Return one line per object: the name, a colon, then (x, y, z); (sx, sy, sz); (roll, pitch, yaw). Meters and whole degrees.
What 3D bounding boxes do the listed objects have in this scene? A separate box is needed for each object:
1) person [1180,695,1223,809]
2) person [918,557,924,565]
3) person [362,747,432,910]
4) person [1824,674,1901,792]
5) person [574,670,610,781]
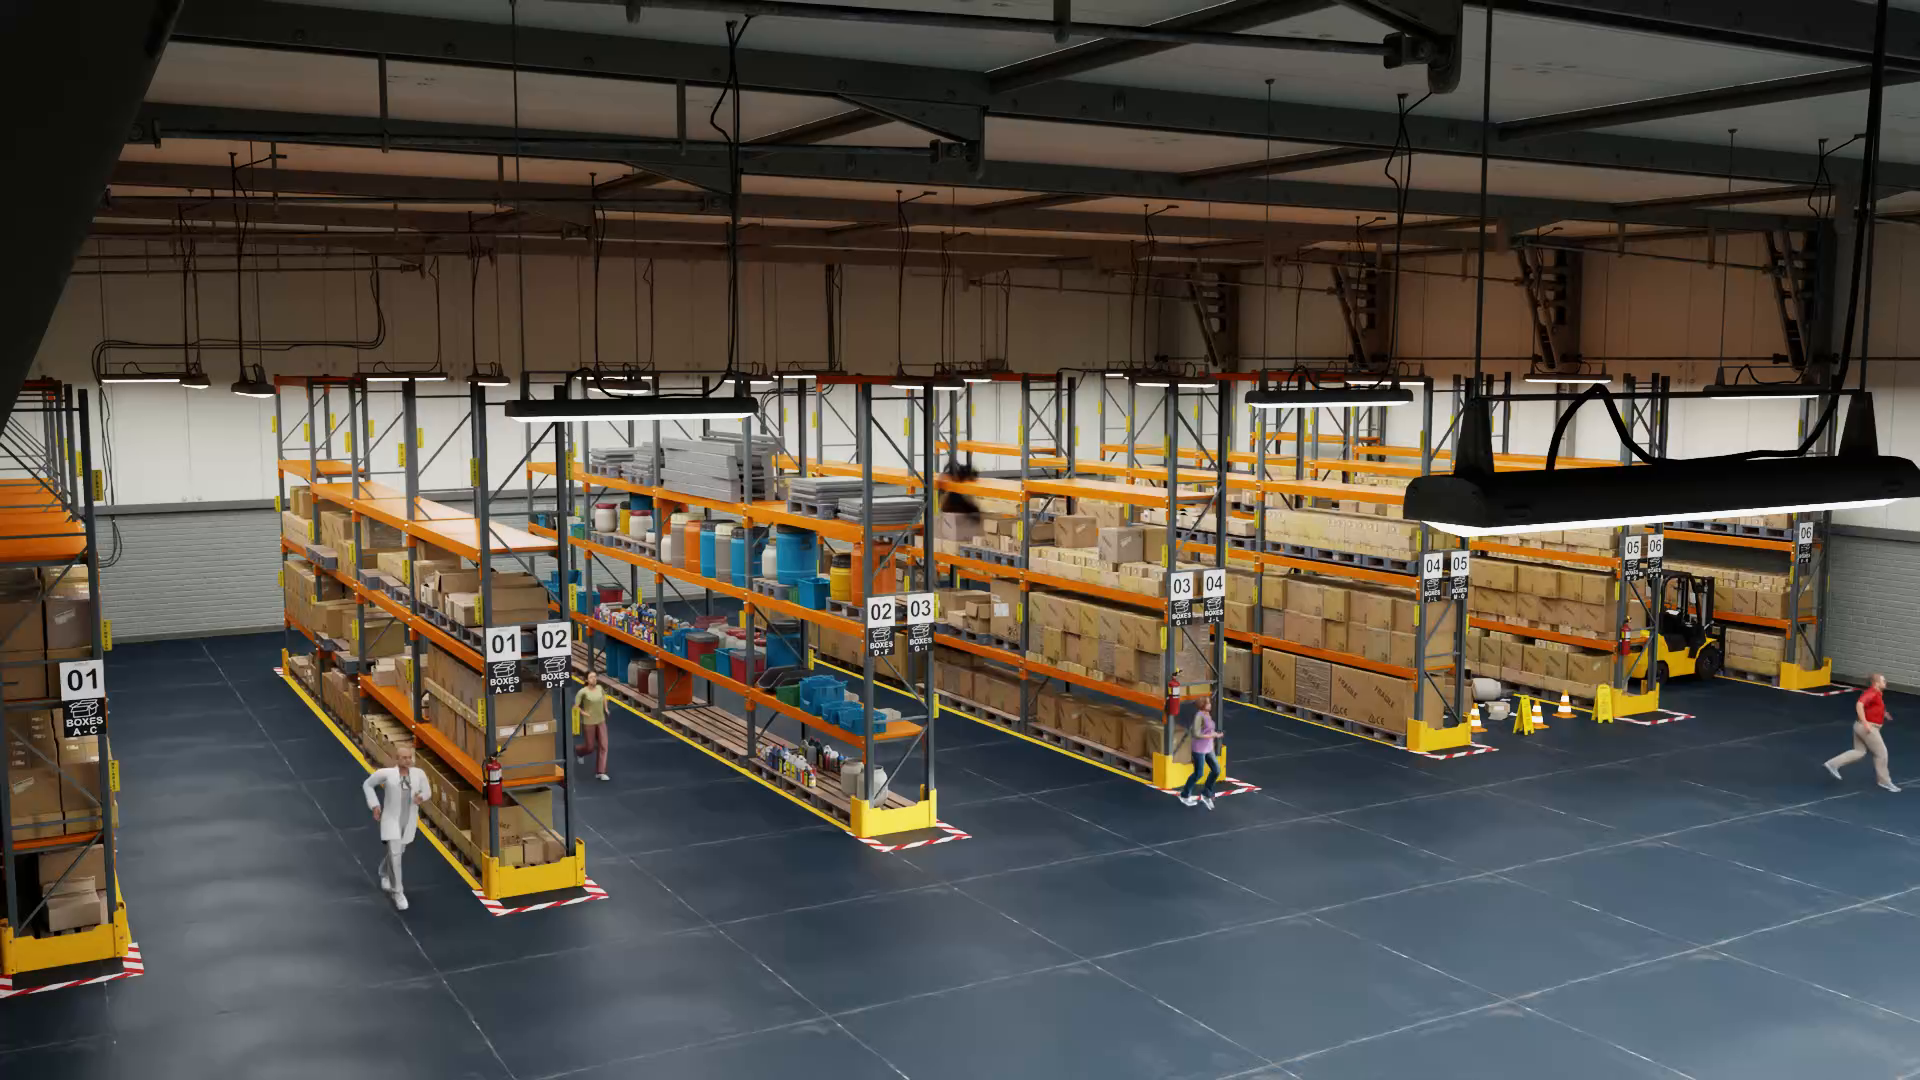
person: (3.407, 2.997, 23.345); (0.619, 1.655, 0.532); (4, 7, 30)
person: (-0.759, 0.804, 42.266); (0.690, 1.779, 0.939); (4, 8, 35)
person: (-6.536, 3.319, 19.462); (0.718, 1.723, 1.083); (-5, 8, -41)
person: (13.310, 2.814, 24.442); (1.030, 1.735, 0.686); (2, 7, 20)
person: (-5.551, 2.772, 25.187); (0.593, 1.640, 0.875); (-5, 8, -39)
